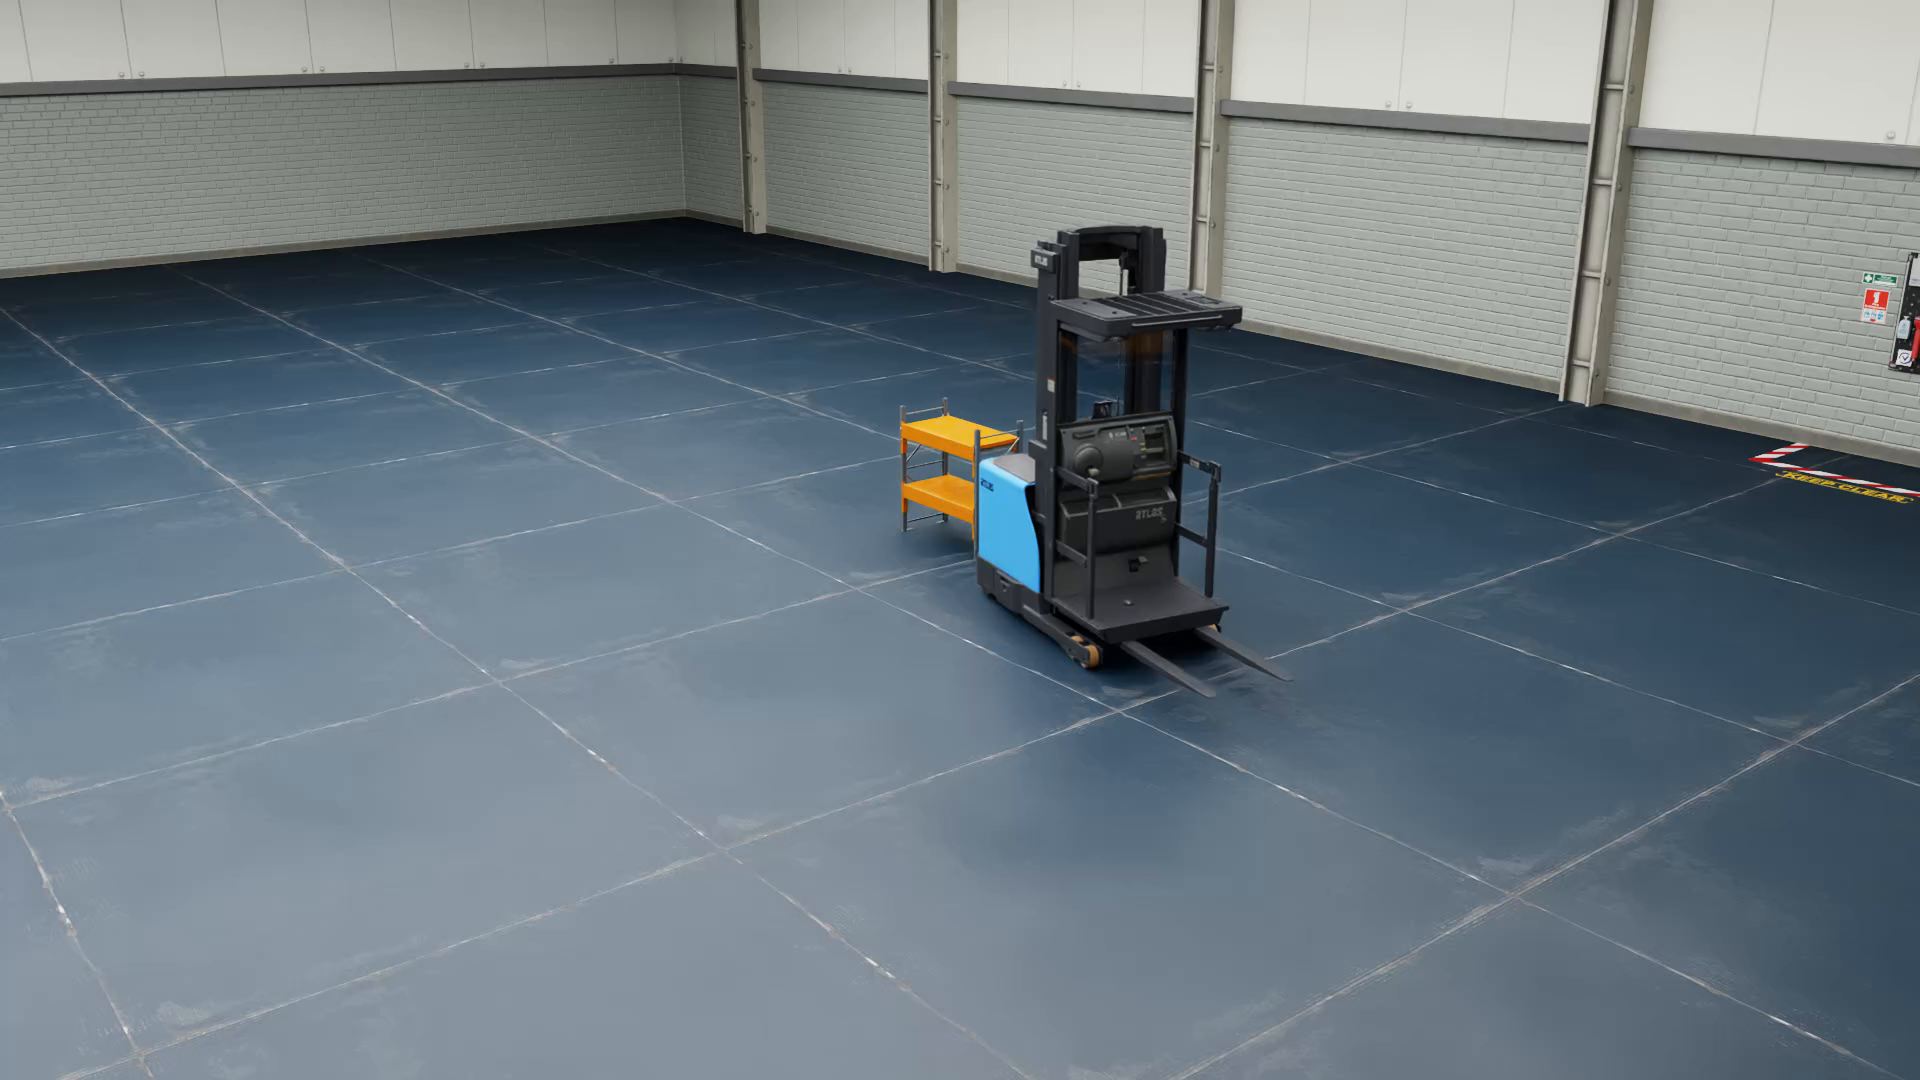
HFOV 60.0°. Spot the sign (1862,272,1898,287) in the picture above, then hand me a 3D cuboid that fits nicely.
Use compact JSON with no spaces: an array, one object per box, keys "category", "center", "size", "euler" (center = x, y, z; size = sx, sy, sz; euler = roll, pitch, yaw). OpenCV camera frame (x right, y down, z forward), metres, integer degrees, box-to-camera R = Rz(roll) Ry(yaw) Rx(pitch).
[{"category":"sign","center":[9.121,-2.582,16.487],"size":[0.001,0.109,0.331],"euler":[-14,23,-36]}]

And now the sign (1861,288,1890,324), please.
[{"category":"sign","center":[9.125,-2.333,16.579],"size":[0.001,0.329,0.234],"euler":[-14,23,-36]}]

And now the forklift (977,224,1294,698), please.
[{"category":"forklift","center":[1.230,-0.649,11.659],"size":[1.130,2.935,3.031],"euler":[-9,20,-25]}]

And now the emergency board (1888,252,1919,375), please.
[{"category":"emergency board","center":[9.388,-2.159,16.112],"size":[0.194,1.169,0.643],"euler":[-14,23,-36]}]

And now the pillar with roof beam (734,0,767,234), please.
[{"category":"pillar with roof beam","center":[-7.384,-9.465,28.630],"size":[9.100,9.000,0.400],"euler":[-14,23,-36]}]

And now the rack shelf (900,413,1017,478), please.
[{"category":"rack shelf","center":[0.004,-0.810,14.089],"size":[0.538,0.278,1.000],"euler":[-14,23,-36]}]

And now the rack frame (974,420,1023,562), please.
[{"category":"rack frame","center":[0.320,-0.407,13.802],"size":[0.500,1.125,0.032],"euler":[-14,23,-36]}]

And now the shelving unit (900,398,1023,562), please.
[{"category":"shelving unit","center":[0.004,-0.532,14.181],"size":[0.538,1.125,1.048],"euler":[-14,23,-36]}]

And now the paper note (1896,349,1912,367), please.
[{"category":"paper note","center":[9.332,-1.798,16.423],"size":[0.016,0.148,0.142],"euler":[-14,23,-36]}]

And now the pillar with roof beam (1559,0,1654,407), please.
[{"category":"pillar with roof beam","center":[3.792,-5.029,15.235],"size":[9.100,9.000,0.400],"euler":[-14,23,-36]}]

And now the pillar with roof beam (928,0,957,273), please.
[{"category":"pillar with roof beam","center":[-3.659,-7.986,24.165],"size":[9.100,9.000,0.400],"euler":[-14,23,-36]}]

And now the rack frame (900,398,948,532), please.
[{"category":"rack frame","center":[-0.311,-0.658,14.559],"size":[0.500,1.125,0.032],"euler":[-14,23,-36]}]

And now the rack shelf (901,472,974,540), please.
[{"category":"rack shelf","center":[0.004,-0.300,14.258],"size":[0.538,0.278,1.000],"euler":[-14,23,-36]}]

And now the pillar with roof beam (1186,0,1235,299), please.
[{"category":"pillar with roof beam","center":[0.067,-6.508,19.700],"size":[9.100,9.000,0.400],"euler":[-14,23,-36]}]
